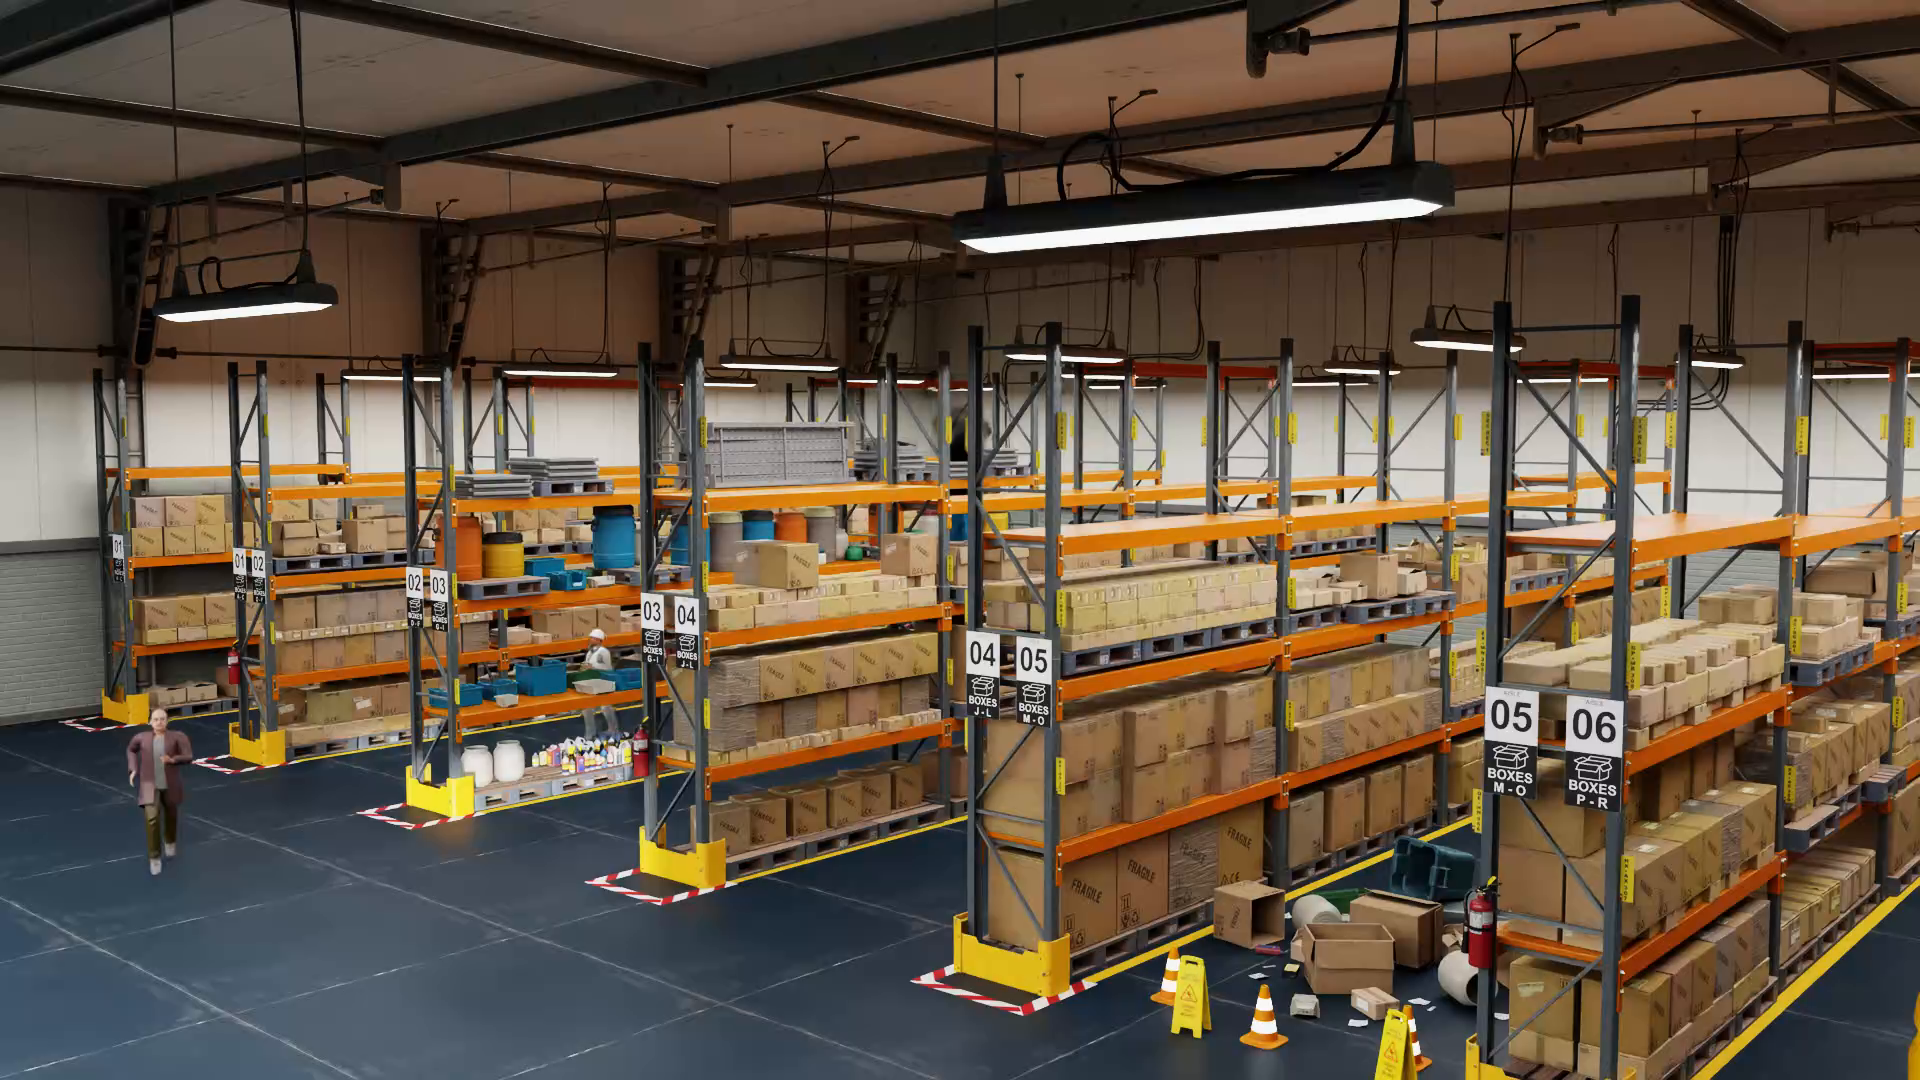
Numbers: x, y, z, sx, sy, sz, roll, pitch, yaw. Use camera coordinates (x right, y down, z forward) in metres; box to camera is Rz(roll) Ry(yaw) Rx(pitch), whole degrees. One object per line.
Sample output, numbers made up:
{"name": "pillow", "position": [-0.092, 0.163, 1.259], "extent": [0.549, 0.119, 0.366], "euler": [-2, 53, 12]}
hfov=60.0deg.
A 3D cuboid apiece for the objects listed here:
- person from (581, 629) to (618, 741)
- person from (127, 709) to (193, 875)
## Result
{"name": "person", "position": [-5.784, 2.339, 26.649], "extent": [0.626, 1.838, 0.763], "euler": [3, 5, 38]}
{"name": "person", "position": [-9.200, 2.957, 19.158], "extent": [0.686, 1.588, 0.988], "euler": [-2, 5, -26]}
